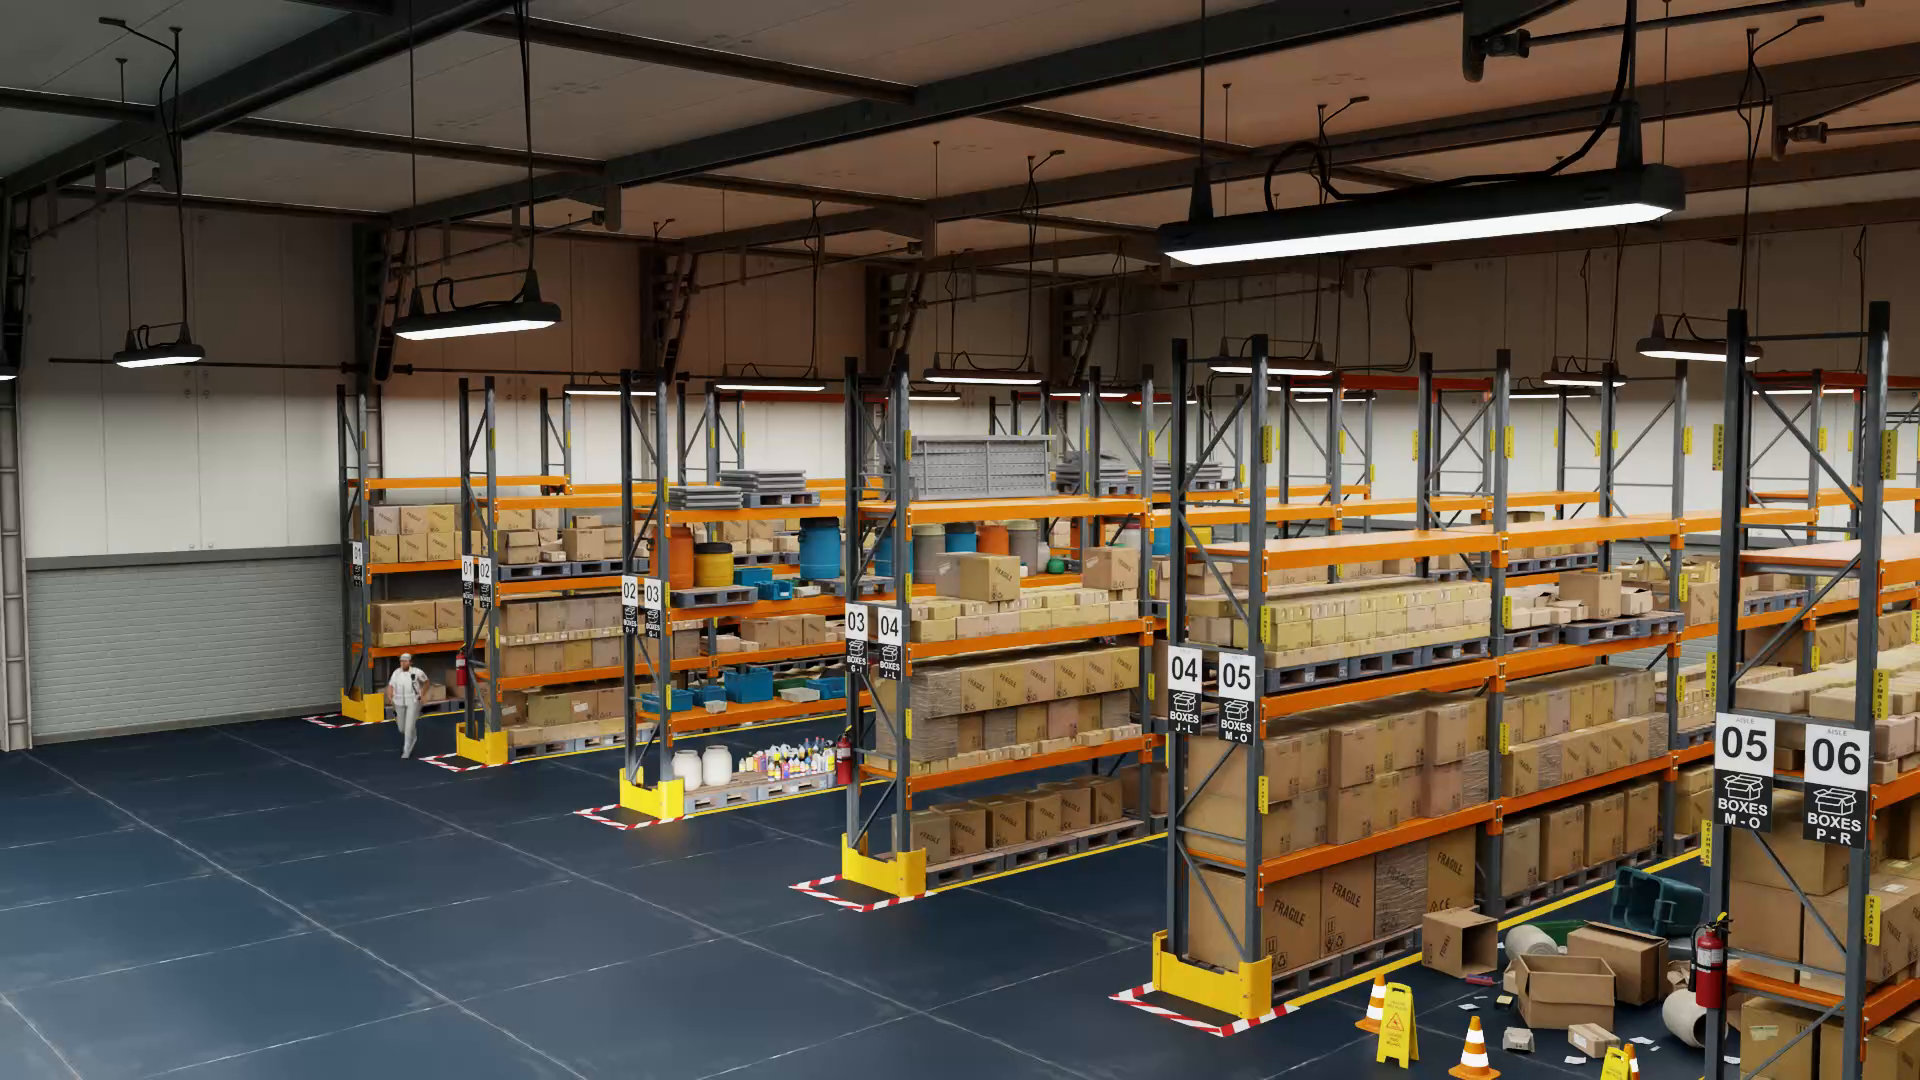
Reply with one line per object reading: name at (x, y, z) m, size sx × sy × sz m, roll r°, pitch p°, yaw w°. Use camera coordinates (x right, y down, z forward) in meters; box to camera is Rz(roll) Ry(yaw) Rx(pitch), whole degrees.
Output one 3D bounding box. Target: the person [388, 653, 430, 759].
person at (-8.787, 2.613, 26.503) m, size 0.619 × 1.645 × 0.869 m, roll 0°, pitch 4°, yaw 1°
